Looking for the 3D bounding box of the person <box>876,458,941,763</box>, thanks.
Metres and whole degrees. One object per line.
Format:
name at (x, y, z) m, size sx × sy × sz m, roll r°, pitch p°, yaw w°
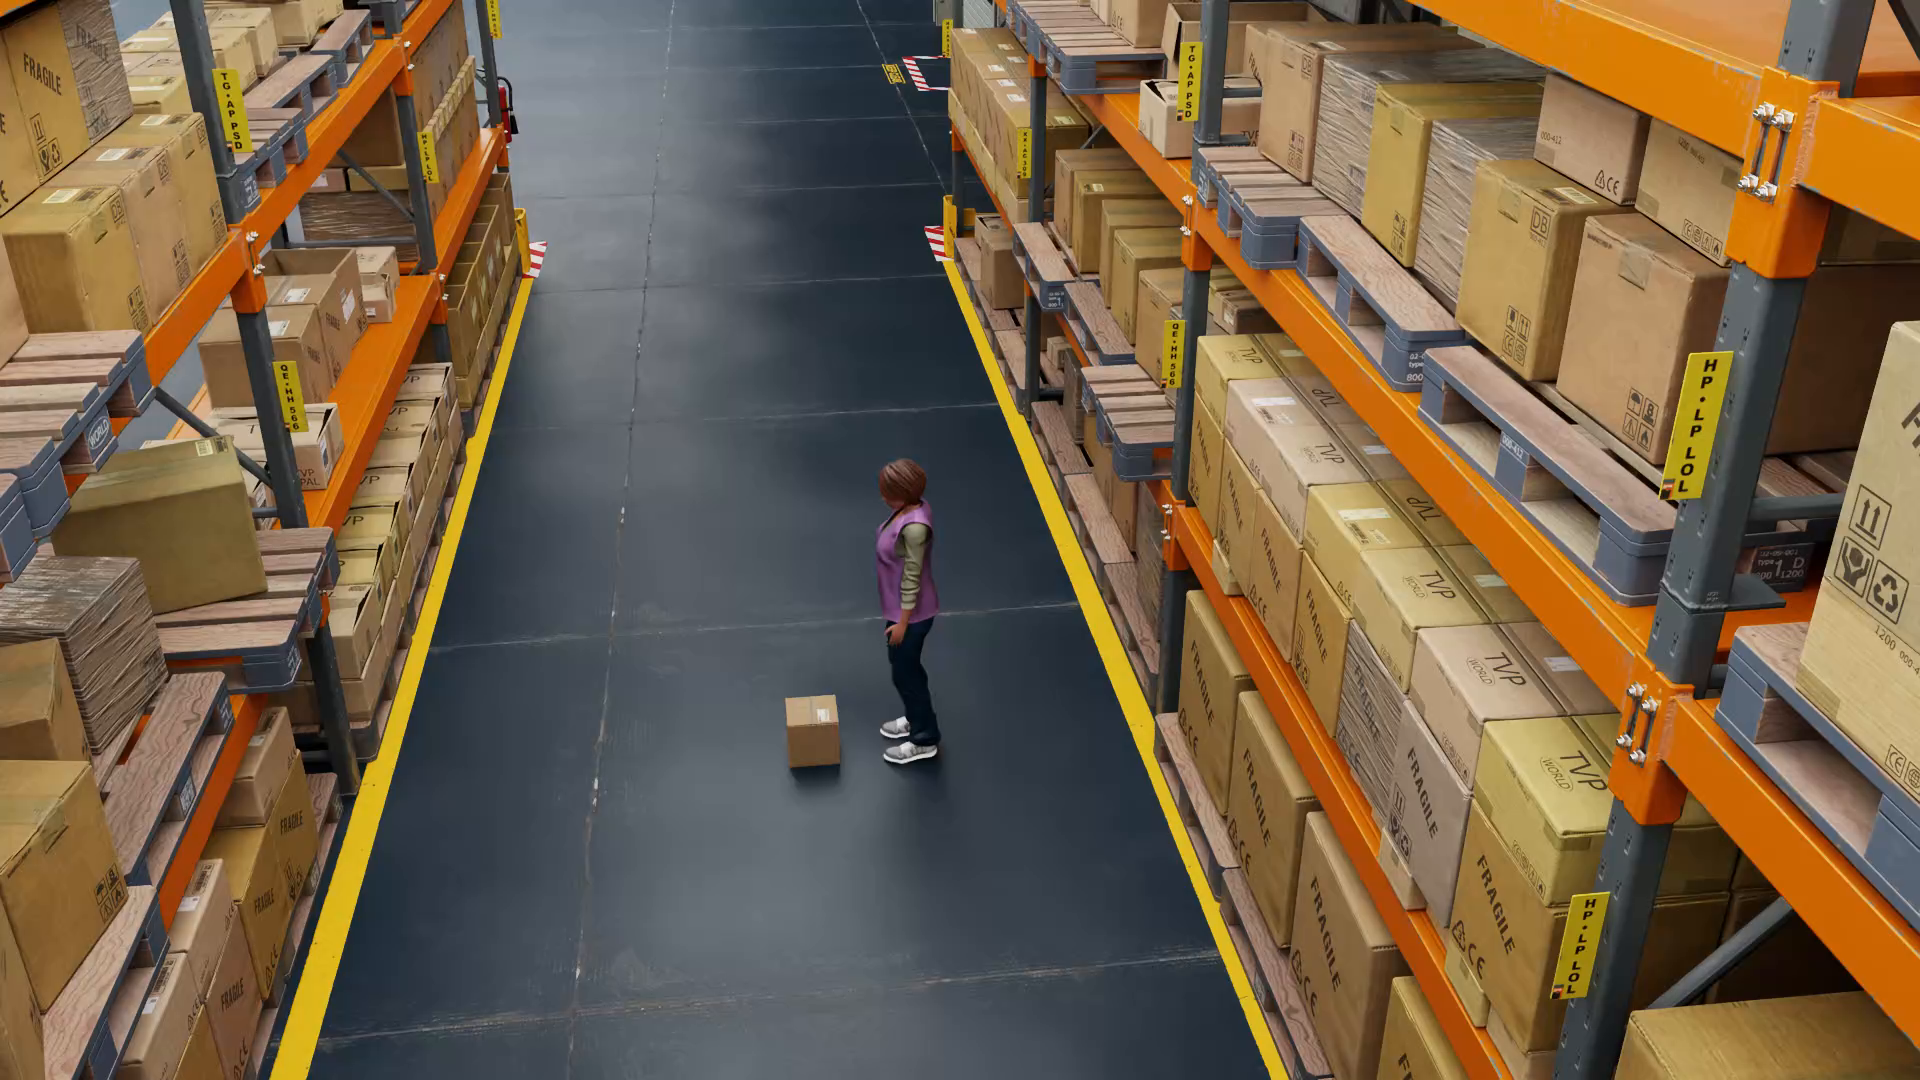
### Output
person at (-0.248, 0.341, 7.985) m, size 0.301 × 1.594 × 0.407 m, roll -3°, pitch 28°, yaw -6°
